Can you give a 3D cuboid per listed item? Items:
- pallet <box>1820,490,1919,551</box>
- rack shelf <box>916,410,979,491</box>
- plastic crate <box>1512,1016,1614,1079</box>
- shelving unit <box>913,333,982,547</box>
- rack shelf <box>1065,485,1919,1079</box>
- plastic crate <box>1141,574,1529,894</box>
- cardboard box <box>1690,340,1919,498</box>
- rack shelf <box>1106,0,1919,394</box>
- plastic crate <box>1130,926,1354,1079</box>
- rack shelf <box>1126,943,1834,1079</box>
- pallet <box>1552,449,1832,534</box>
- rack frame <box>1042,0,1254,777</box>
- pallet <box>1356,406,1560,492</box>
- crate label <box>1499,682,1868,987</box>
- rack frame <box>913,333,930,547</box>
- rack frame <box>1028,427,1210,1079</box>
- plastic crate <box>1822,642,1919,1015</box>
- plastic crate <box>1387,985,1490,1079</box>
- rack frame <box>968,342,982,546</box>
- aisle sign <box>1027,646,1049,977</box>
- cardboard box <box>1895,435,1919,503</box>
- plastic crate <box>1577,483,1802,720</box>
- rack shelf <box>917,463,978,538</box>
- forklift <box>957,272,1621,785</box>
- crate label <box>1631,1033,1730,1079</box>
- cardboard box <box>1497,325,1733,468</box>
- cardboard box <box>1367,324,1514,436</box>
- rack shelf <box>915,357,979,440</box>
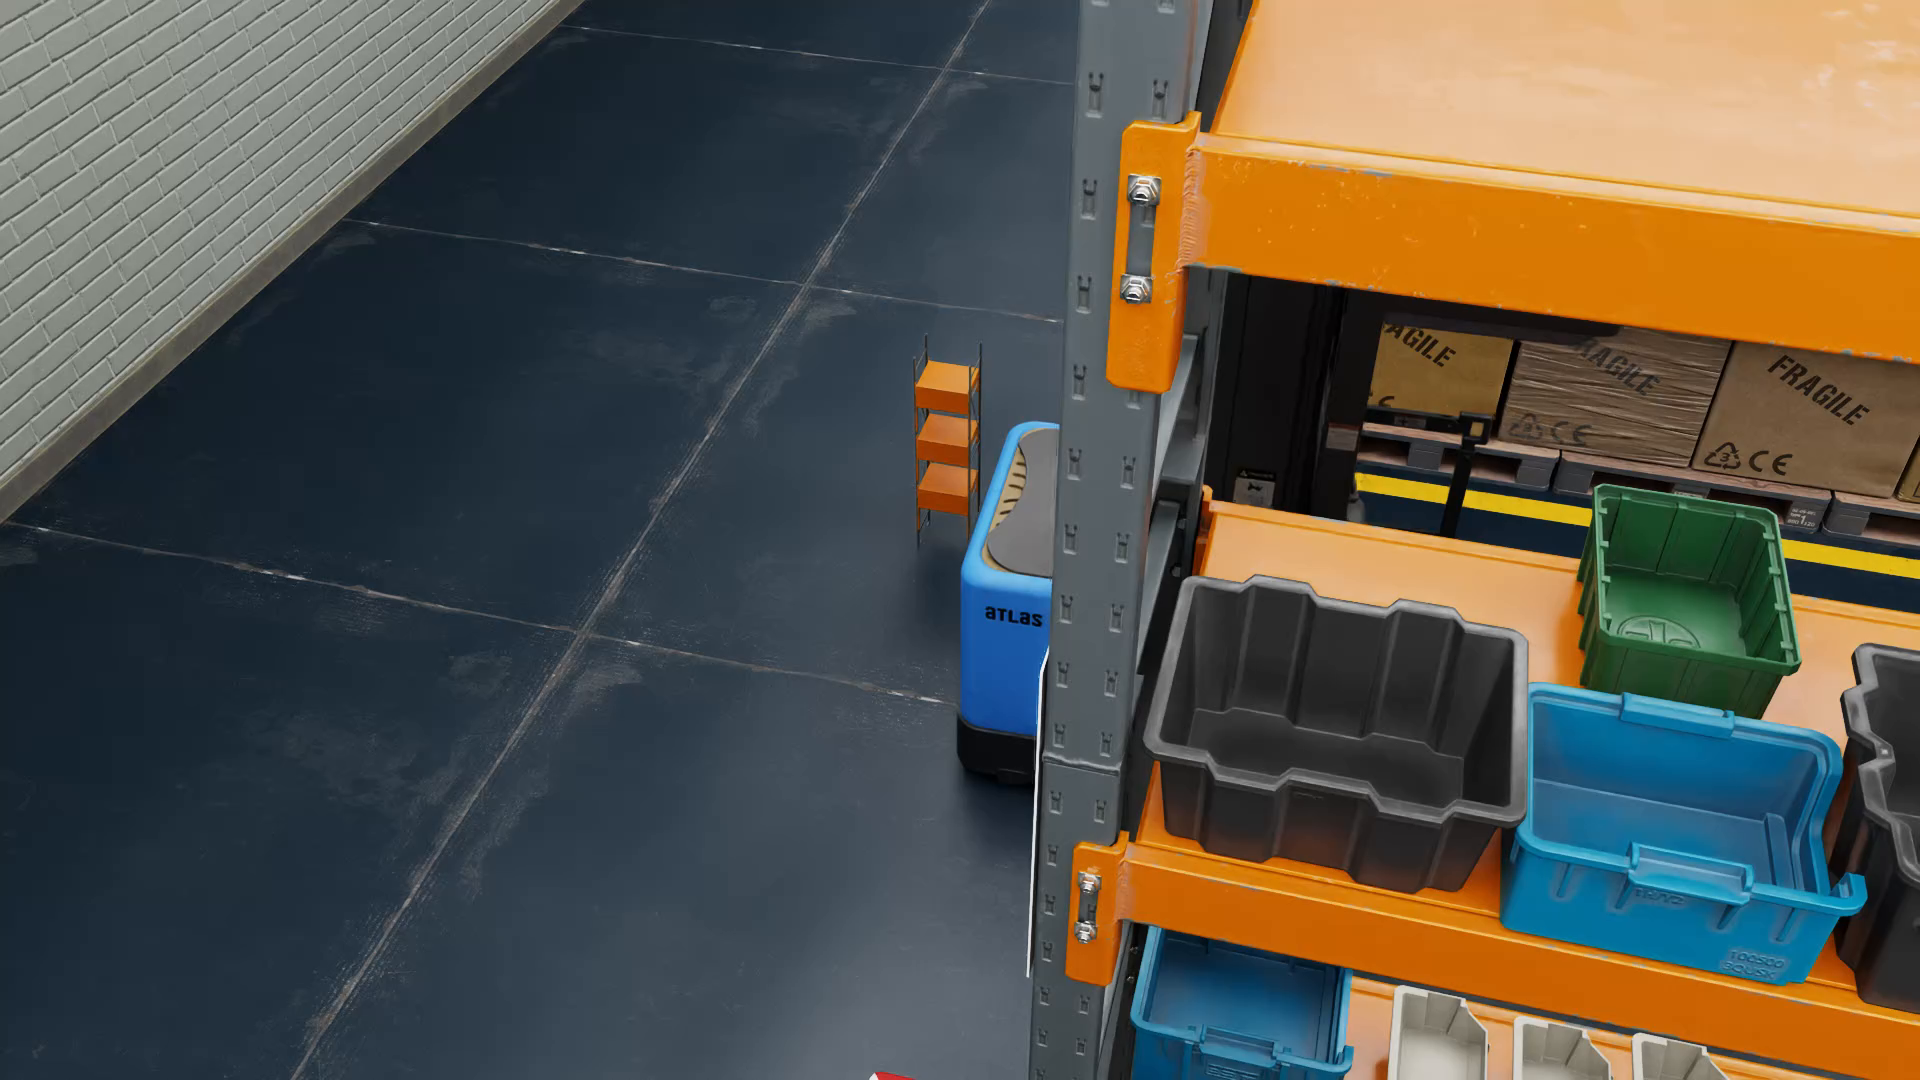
[{"bbox_3d":[4.753,-0.313,7.983,1.213,0.211,1.003,10,41,11],"label":"pallet"},{"bbox_3d":[-0.052,-0.403,7.454,0.240,0.259,0.215,10,41,11],"label":"rack shelf"},{"bbox_3d":[1.433,1.365,3.976,0.243,0.136,0.396,10,41,11],"label":"plastic crate"},{"bbox_3d":[-0.052,-0.411,7.448,0.252,1.050,0.215,10,41,11],"label":"shelving unit"},{"bbox_3d":[2.255,0.666,2.877,4.000,0.370,1.077,10,41,11],"label":"rack shelf"},{"bbox_3d":[0.622,0.345,2.801,0.590,0.269,0.497,10,41,11],"label":"plastic crate"},{"bbox_3d":[3.981,-0.862,7.794,0.875,0.875,0.875,10,41,11],"label":"cardboard box"},{"bbox_3d":[2.255,-0.330,2.041,4.000,0.370,1.077,10,41,11],"label":"rack shelf"},{"bbox_3d":[0.694,1.109,4.047,0.499,0.435,0.616,10,41,11],"label":"plastic crate"},{"bbox_3d":[2.255,1.814,3.841,4.000,0.370,1.077,10,41,11],"label":"rack shelf"},{"bbox_3d":[3.570,-0.514,8.223,1.213,0.211,1.003,10,41,11],"label":"pallet"},{"bbox_3d":[0.323,-1.091,2.076,0.127,3.000,1.000,10,41,11],"label":"rack frame"},{"bbox_3d":[2.395,-0.719,8.466,1.213,0.211,1.003,10,41,11],"label":"pallet"},{"bbox_3d":[1.130,0.469,2.667,0.502,0.251,0.408,10,41,11],"label":"crate label"},{"bbox_3d":[-0.170,-0.431,7.472,0.008,1.050,0.200,10,41,11],"label":"rack frame"},{"bbox_3d":[0.323,1.206,4.006,0.127,3.000,1.000,10,41,11],"label":"rack frame"},{"bbox_3d":[1.727,0.506,2.555,0.767,0.338,0.504,10,41,11],"label":"plastic crate"},{"bbox_3d":[1.157,1.307,4.044,0.243,0.136,0.396,10,41,11],"label":"plastic crate"},{"bbox_3d":[0.066,-0.391,7.423,0.008,1.050,0.200,10,41,11],"label":"rack frame"},{"bbox_3d":[0.176,0.383,2.964,0.004,0.787,0.394,10,41,11],"label":"aisle sign"},{"bbox_3d":[4.850,-0.712,7.616,0.875,0.875,0.875,10,41,11],"label":"cardboard box"},{"bbox_3d":[1.349,0.125,3.125,0.336,0.188,0.450,10,41,11],"label":"plastic crate"},{"bbox_3d":[-0.052,-0.190,7.633,0.240,0.259,0.215,10,41,11],"label":"rack shelf"},{"bbox_3d":[1.561,-0.277,5.825,3.031,2.935,1.130,8,41,10],"label":"forklift"},{"bbox_3d":[1.709,1.396,3.939,0.243,0.136,0.396,10,41,11],"label":"crate label"},{"bbox_3d":[3.121,-1.010,7.970,0.875,0.875,0.875,10,41,11],"label":"cardboard box"},{"bbox_3d":[2.242,-1.161,8.150,0.875,0.875,0.875,10,41,11],"label":"cardboard box"},{"bbox_3d":[-0.052,-0.620,7.272,0.240,0.259,0.215,10,41,11],"label":"rack shelf"}]
